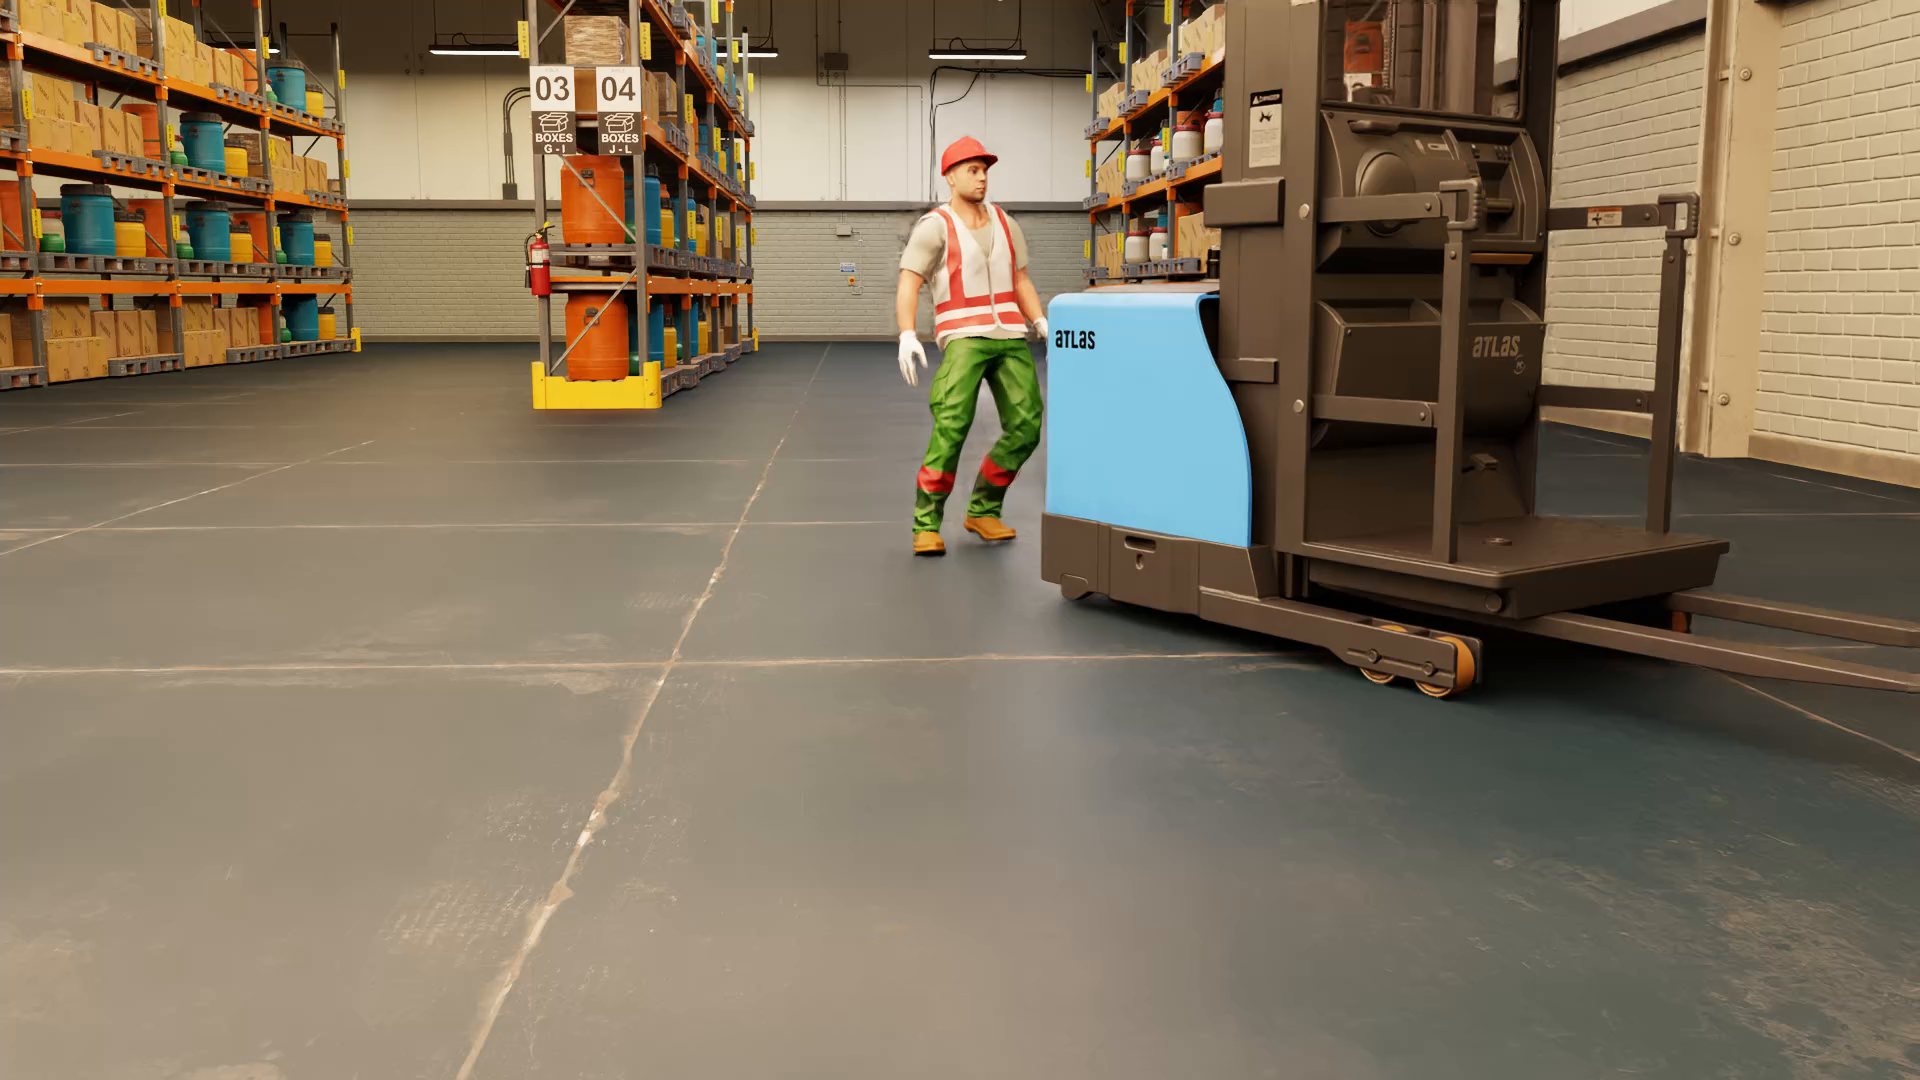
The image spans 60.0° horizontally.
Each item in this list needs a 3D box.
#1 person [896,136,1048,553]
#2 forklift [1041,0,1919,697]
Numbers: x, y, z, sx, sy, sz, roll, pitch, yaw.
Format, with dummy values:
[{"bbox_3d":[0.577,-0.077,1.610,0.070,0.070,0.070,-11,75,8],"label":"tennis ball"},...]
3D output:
[{"bbox_3d":[0.060,-0.834,7.059,0.765,1.731,0.510,-5,10,-29],"label":"person"},{"bbox_3d":[1.547,-1.107,4.786,1.130,2.935,3.031,-6,10,-35],"label":"forklift"}]
